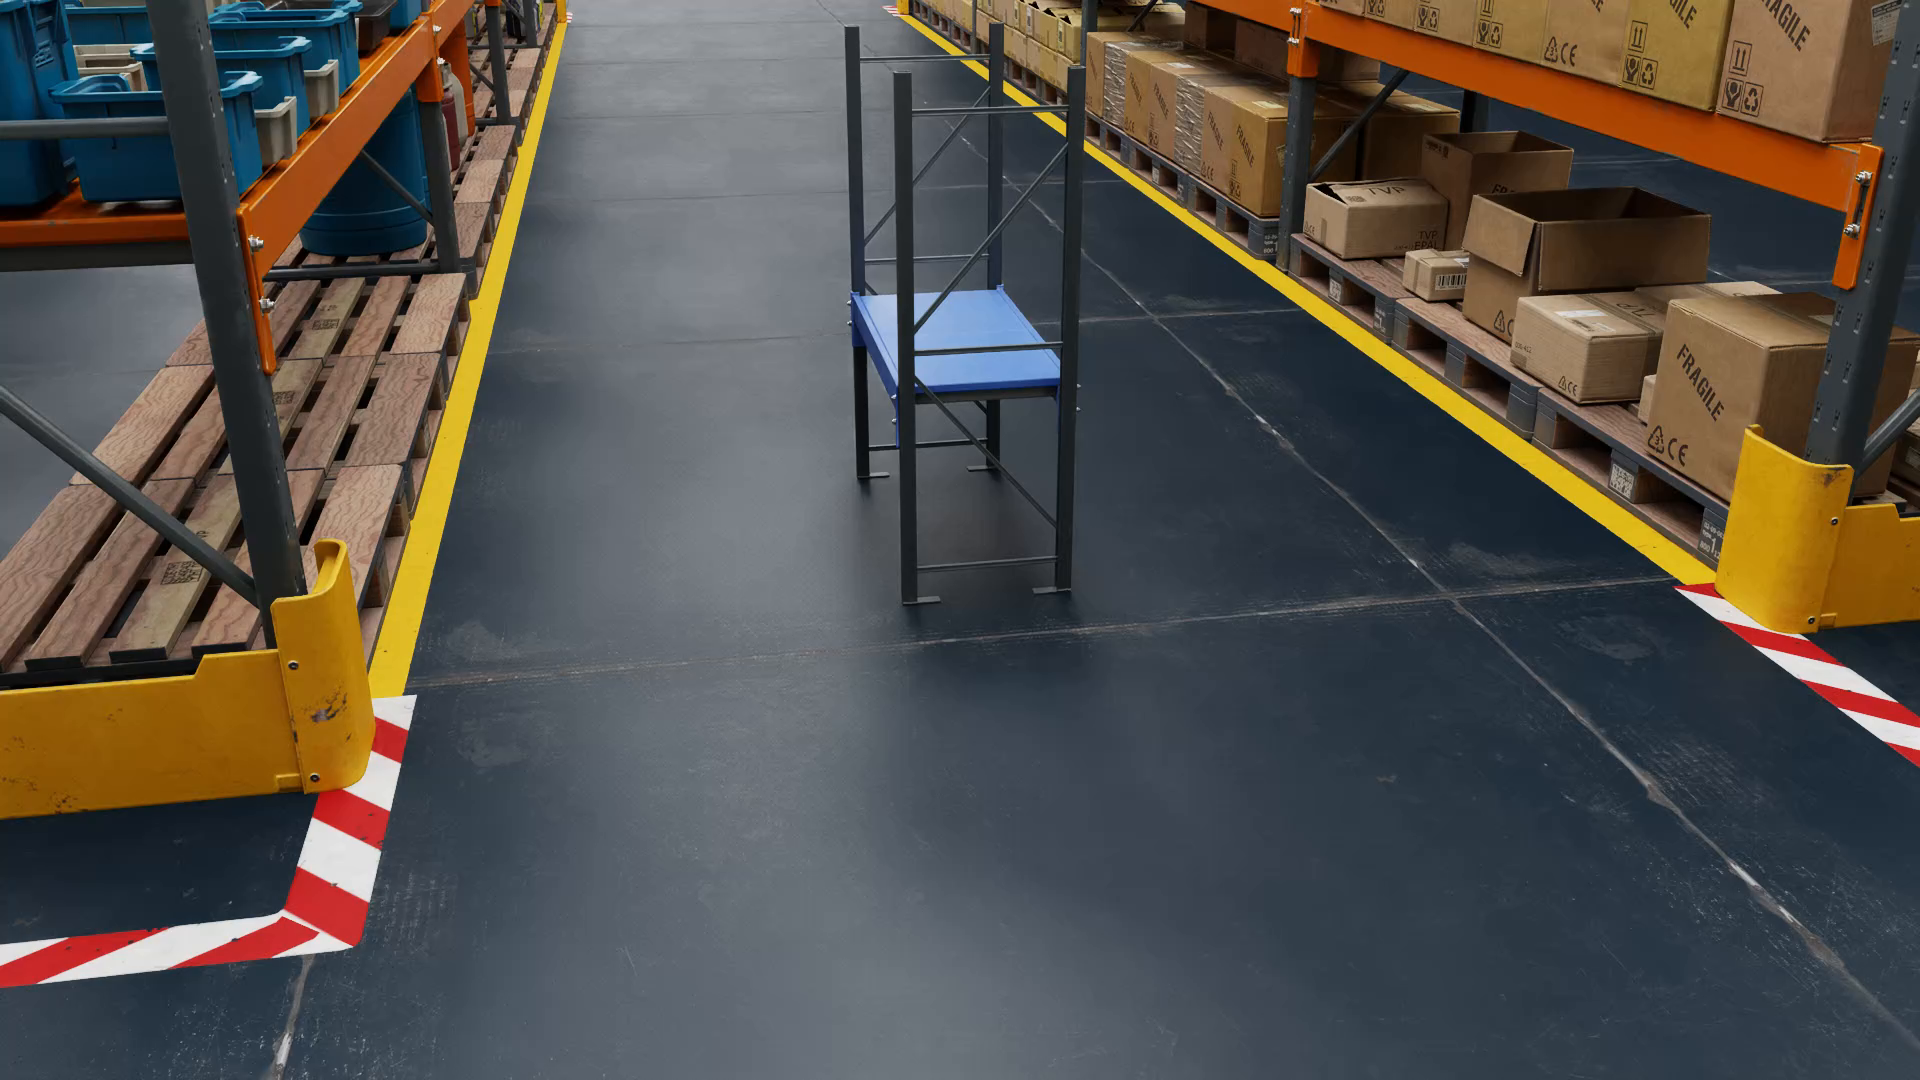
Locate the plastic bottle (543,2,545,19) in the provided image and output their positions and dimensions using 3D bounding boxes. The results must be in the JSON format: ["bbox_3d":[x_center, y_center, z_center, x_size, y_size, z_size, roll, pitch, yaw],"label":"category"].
[{"bbox_3d":[-4.183,-5.338,16.569,0.061,0.283,0.133,-4,24,-8],"label":"plastic bottle"}]

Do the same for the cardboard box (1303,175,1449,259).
[{"bbox_3d":[1.960,-1.549,7.860,0.500,0.311,0.500,-4,24,-10],"label":"cardboard box"}]

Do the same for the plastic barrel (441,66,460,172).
[{"bbox_3d":[-3.198,-2.421,9.535,0.600,0.588,0.708,-4,24,-10],"label":"plastic barrel"}]

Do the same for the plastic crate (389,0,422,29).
[{"bbox_3d":[-2.353,-2.258,6.617,0.392,0.384,0.575,-4,24,-10],"label":"plastic crate"}]

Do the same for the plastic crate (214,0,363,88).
[{"bbox_3d":[-2.055,-1.531,5.142,0.416,0.233,0.300,-4,24,-10],"label":"plastic crate"}]

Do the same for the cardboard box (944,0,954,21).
[{"bbox_3d":[0.125,-5.399,16.776,0.500,0.250,0.500,-4,24,-10],"label":"cardboard box"}]

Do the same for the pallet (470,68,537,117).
[{"bbox_3d":[-3.841,-3.478,12.950,1.003,0.211,1.213,-4,24,-10],"label":"pallet"}]

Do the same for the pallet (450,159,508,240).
[{"bbox_3d":[-3.105,-1.906,9.349,1.003,0.211,1.213,-4,24,-10],"label":"pallet"}]

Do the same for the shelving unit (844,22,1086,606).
[{"bbox_3d":[-0.016,-0.721,5.027,0.538,1.500,1.048,-4,24,-10],"label":"shelving unit"}]

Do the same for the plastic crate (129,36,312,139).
[{"bbox_3d":[-1.878,-1.154,4.278,0.416,0.233,0.300,-4,24,-10],"label":"plastic crate"}]

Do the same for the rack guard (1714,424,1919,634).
[{"bbox_3d":[2.820,-0.072,4.791,1.175,0.500,0.348,-4,24,-10],"label":"rack guard"}]

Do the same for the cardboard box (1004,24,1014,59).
[{"bbox_3d":[0.638,-4.259,14.164,0.500,0.250,0.500,-5,24,-11],"label":"cardboard box"}]

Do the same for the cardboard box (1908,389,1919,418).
[{"bbox_3d":[3.048,-0.379,5.361,0.380,0.166,0.250,-4,24,-10],"label":"cardboard box"}]

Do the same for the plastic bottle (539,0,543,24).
[{"bbox_3d":[-4.143,-5.193,16.153,0.144,0.351,0.185,-3,24,-8],"label":"plastic bottle"}]

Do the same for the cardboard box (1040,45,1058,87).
[{"bbox_3d":[0.919,-3.658,12.789,0.500,0.250,0.500,-5,24,-10],"label":"cardboard box"}]

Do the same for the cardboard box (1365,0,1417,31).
[{"bbox_3d":[2.019,-2.385,6.839,0.500,0.500,0.500,-4,24,-9],"label":"cardboard box"}]

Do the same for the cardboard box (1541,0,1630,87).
[{"bbox_3d":[2.298,-1.790,5.476,0.500,0.500,0.500,-4,24,-9],"label":"cardboard box"}]

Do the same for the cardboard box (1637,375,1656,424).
[{"bbox_3d":[2.505,-0.453,5.529,0.380,0.166,0.250,-4,24,-10],"label":"cardboard box"}]

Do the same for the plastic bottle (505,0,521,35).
[{"bbox_3d":[-4.136,-4.868,15.408,0.144,0.351,0.185,-4,24,-10],"label":"plastic bottle"}]

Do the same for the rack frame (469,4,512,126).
[{"bbox_3d":[-3.514,-3.969,10.591,1.000,3.000,0.127,-4,24,-10],"label":"rack frame"}]

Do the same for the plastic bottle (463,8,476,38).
[{"bbox_3d":[-4.514,-4.773,15.191,0.144,0.351,0.185,-4,24,-10],"label":"plastic bottle"}]

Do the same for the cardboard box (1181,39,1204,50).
[{"bbox_3d":[1.759,-3.040,11.036,0.500,0.500,0.500,-3,24,-8],"label":"cardboard box"}]

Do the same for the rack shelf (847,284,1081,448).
[{"bbox_3d":[-0.016,-0.556,5.099,0.538,0.185,1.000,-4,24,-10],"label":"rack shelf"}]

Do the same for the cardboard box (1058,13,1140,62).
[{"bbox_3d":[1.016,-3.712,12.211,0.500,0.311,0.500,-4,24,-8],"label":"cardboard box"}]

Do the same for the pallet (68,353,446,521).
[{"bbox_3d":[-2.371,-0.351,5.790,1.003,0.211,1.213,-4,24,-10],"label":"pallet"}]

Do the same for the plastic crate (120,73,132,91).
[{"bbox_3d":[-2.402,-1.152,4.394,0.396,0.136,0.243,-4,24,-10],"label":"plastic crate"}]

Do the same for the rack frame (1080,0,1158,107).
[{"bbox_3d":[1.355,-4.335,11.427,1.000,3.000,0.127,-4,24,-10],"label":"rack frame"}]

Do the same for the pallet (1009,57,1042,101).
[{"bbox_3d":[1.019,-3.862,13.829,1.003,0.211,1.213,-4,24,-10],"label":"pallet"}]

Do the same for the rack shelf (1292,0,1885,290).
[{"bbox_3d":[2.464,-1.645,6.167,1.077,0.370,4.000,-4,24,-10],"label":"rack shelf"}]

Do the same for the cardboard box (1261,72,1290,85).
[{"bbox_3d":[2.050,-2.432,9.643,0.500,0.500,0.500,-4,24,-9],"label":"cardboard box"}]

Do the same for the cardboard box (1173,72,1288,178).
[{"bbox_3d":[1.546,-2.382,9.531,0.500,0.500,0.500,-4,24,-9],"label":"cardboard box"}]

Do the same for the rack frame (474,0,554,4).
[{"bbox_3d":[-4.993,-7.116,17.796,1.000,3.000,0.127,-4,24,-10],"label":"rack frame"}]

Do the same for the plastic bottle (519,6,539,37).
[{"bbox_3d":[-3.968,-4.779,15.298,0.152,0.276,0.135,-3,24,-8],"label":"plastic bottle"}]

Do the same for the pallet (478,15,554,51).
[{"bbox_3d":[-4.566,-5.013,16.464,1.003,0.211,1.213,-4,24,-10],"label":"pallet"}]

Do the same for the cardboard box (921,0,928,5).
[{"bbox_3d":[-0.148,-5.990,18.128,0.500,0.250,0.500,-4,24,-10],"label":"cardboard box"}]

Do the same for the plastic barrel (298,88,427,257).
[{"bbox_3d":[-2.858,-1.842,7.817,0.600,0.901,0.708,-4,24,-10],"label":"plastic barrel"}]

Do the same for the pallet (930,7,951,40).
[{"bbox_3d":[0.280,-5.427,17.412,1.003,0.211,1.213,-4,24,-10],"label":"pallet"}]

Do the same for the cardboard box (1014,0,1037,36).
[{"bbox_3d":[0.732,-4.312,13.585,0.500,0.311,0.500,-4,24,-8],"label":"cardboard box"}]

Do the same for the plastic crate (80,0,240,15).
[{"bbox_3d":[-2.673,-1.755,5.594,0.437,0.282,0.530,-4,24,-10],"label":"plastic crate"}]

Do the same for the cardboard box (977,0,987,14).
[{"bbox_3d":[0.447,-4.916,14.969,0.500,0.311,0.500,-4,24,-10],"label":"cardboard box"}]

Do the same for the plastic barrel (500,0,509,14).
[{"bbox_3d":[-4.704,-5.718,17.178,0.421,0.512,0.421,0,24,0],"label":"plastic barrel"}]

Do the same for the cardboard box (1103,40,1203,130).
[{"bbox_3d":[1.261,-2.985,10.910,0.500,0.500,0.500,-5,24,-12],"label":"cardboard box"}]

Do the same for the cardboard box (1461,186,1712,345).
[{"bbox_3d":[2.447,-1.080,6.545,0.797,0.503,0.637,-4,24,-10],"label":"cardboard box"}]

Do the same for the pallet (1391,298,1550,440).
[{"bbox_3d":[2.450,-0.732,6.663,1.003,0.211,1.213,-4,24,-10],"label":"pallet"}]

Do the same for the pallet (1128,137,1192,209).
[{"bbox_3d":[1.678,-2.281,10.210,1.003,0.211,1.213,-4,24,-10],"label":"pallet"}]

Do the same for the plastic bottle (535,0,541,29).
[{"bbox_3d":[-4.019,-4.990,15.772,0.061,0.283,0.133,-3,24,-7],"label":"plastic bottle"}]

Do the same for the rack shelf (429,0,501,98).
[{"bbox_3d":[-3.144,-2.853,8.934,1.077,0.370,4.000,-4,24,-10],"label":"rack shelf"}]

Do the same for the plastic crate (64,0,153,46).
[{"bbox_3d":[-2.666,-1.562,5.214,0.416,0.233,0.300,-4,24,-10],"label":"plastic crate"}]

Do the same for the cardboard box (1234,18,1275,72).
[{"bbox_3d":[1.966,-2.960,9.916,0.500,0.250,0.500,-5,24,-11],"label":"cardboard box"}]

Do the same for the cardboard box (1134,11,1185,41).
[{"bbox_3d":[1.547,-3.752,12.302,0.500,0.311,0.500,-4,24,-8],"label":"cardboard box"}]
